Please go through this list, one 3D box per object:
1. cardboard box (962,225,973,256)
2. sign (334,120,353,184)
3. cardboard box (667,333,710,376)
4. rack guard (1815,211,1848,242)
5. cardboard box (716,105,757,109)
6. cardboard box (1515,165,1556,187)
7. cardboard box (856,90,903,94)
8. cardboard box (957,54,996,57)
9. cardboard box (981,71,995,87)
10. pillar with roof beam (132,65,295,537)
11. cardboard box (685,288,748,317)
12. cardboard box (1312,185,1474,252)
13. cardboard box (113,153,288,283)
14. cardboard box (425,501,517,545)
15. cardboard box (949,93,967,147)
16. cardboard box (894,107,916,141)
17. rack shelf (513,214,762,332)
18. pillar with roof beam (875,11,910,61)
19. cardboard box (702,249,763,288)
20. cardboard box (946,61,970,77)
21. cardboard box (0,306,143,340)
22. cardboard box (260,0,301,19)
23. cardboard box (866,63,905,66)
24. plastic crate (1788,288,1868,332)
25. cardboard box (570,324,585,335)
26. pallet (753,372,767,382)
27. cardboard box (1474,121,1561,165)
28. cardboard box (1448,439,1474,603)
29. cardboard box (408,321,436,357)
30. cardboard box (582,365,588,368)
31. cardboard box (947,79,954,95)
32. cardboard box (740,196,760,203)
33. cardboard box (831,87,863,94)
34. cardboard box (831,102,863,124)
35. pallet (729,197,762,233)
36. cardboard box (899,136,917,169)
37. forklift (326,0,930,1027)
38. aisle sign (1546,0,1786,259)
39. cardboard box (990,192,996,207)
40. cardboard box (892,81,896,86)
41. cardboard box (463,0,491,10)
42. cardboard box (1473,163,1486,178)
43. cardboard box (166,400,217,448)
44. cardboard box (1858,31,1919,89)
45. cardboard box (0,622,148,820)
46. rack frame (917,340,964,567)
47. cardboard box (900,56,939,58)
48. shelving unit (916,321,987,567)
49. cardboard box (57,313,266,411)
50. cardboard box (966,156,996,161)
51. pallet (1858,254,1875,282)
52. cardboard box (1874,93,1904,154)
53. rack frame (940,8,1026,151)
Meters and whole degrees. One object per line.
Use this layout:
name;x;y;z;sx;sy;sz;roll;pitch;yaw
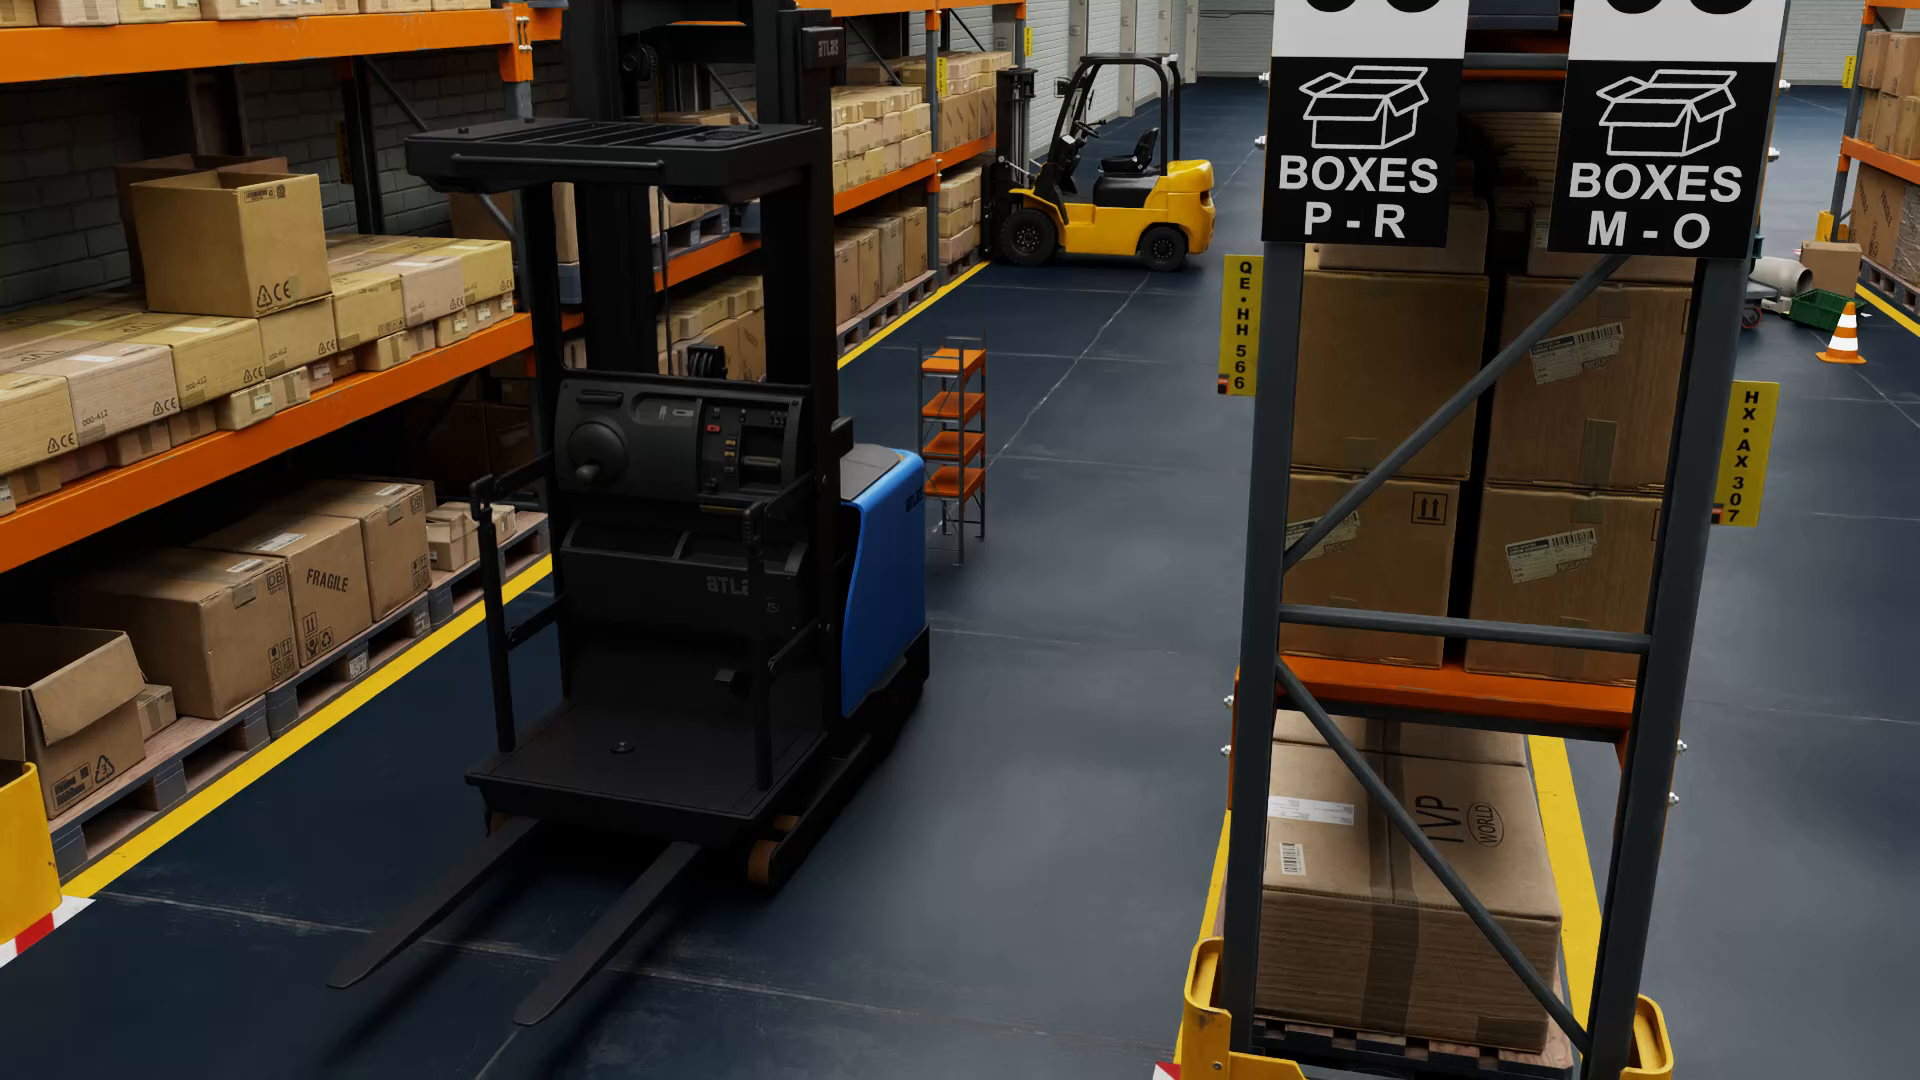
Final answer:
cardboard box;-0.160;-3.120;17.287;0.500;0.250;0.500;4;19;12
sign;-3.202;-2.020;8.670;0.100;0.325;0.005;5;19;13
cardboard box;-1.947;-1.065;10.883;0.500;0.500;0.500;4;19;11
rack guard;9.914;-3.265;17.974;1.175;0.500;0.348;5;19;13
cardboard box;-1.732;-3.405;13.358;0.380;0.149;0.250;4;19;12
cardboard box;1.746;-0.946;4.611;0.380;0.149;0.250;4;19;12
cardboard box;-0.732;-4.012;15.134;0.380;0.149;0.250;5;19;13
cardboard box;0.186;-5.321;18.506;0.380;0.149;0.250;5;19;14
cardboard box;0.167;-5.010;18.057;0.380;0.149;0.250;5;19;14
pillar with roof beam;0.468;-3.782;6.337;9.100;9.000;0.400;5;19;13
cardboard box;-1.704;-1.664;11.633;0.380;0.149;0.250;4;19;12
cardboard box;1.107;-0.822;4.249;0.380;0.149;0.250;5;19;14
cardboard box;-3.284;-1.409;7.282;0.500;0.500;0.500;4;19;12
cardboard box;-2.514;-0.081;8.546;0.380;0.149;0.250;4;19;12
cardboard box;-0.235;-4.267;16.886;0.500;0.500;0.500;5;19;14
cardboard box;-0.699;-3.767;15.034;0.500;0.250;0.500;4;19;12
rack shelf;-2.174;-1.716;10.684;1.077;0.370;4.000;5;19;13
pillar with roof beam;3.400;-7.543;17.349;9.100;9.000;0.400;5;19;13
cardboard box;-1.520;-1.953;13.288;0.875;0.625;0.625;5;20;15
cardboard box;-0.113;-4.834;17.082;0.380;0.149;0.250;4;19;13
cardboard box;-3.532;-0.727;6.448;0.500;0.250;0.500;5;20;15
cardboard box;-2.811;-2.109;6.470;0.380;0.149;0.250;5;20;14
cardboard box;-0.770;-4.715;16.734;0.380;0.149;0.250;4;19;13
plastic crate;7.703;-2.041;14.785;0.450;0.188;0.662;29;33;36
cardboard box;-2.577;-1.300;10.566;0.380;0.149;0.250;5;19;14
pallet;-1.904;-1.133;12.177;1.003;0.211;1.213;5;19;13
cardboard box;2.074;-1.431;6.031;0.380;0.149;0.250;5;19;13
cardboard box;1.667;-0.121;4.746;0.500;0.500;0.500;4;19;13
cardboard box;-2.668;-0.944;7.700;0.380;0.149;0.250;5;20;15
cardboard box;-2.324;-0.937;9.503;0.380;0.149;0.250;4;19;12
cardboard box;-0.277;-4.536;16.668;0.380;0.149;0.250;5;19;13
cardboard box;-1.629;-2.455;11.316;0.500;0.250;0.500;4;19;11
cardboard box;-1.118;-4.118;15.446;0.380;0.149;0.250;4;19;12
cardboard box;-1.017;-3.520;13.693;0.380;0.149;0.250;5;20;15
pallet;-1.783;-2.375;11.796;1.213;0.211;1.003;5;19;13
cardboard box;-0.695;-3.529;15.112;0.500;0.250;0.500;5;19;13
forklift;-1.054;-0.337;5.640;1.130;2.935;3.031;6;20;16
aisle sign;1.438;-0.970;3.364;0.394;0.787;0.004;5;19;13
cardboard box;0.089;-3.671;18.126;0.500;0.250;0.500;5;19;13
cardboard box;-0.851;-4.494;16.545;0.380;0.149;0.250;4;19;12
cardboard box;-2.464;-2.594;7.890;0.380;0.149;0.250;5;19;13
cardboard box;2.057;-1.071;5.981;0.500;0.500;0.500;5;19;14
cardboard box;-3.065;-0.465;6.297;0.380;0.149;0.250;5;19;14
cardboard box;9.780;-4.909;17.018;0.875;0.550;0.550;5;19;13
cardboard box;-3.398;0.622;5.937;0.797;0.503;0.637;4;19;11
rack frame;-0.100;-0.439;8.618;0.240;1.200;0.015;5;19;13
cardboard box;-0.442;-5.199;18.149;0.380;0.149;0.250;4;19;12
shelving unit;-0.040;-0.516;8.842;0.258;1.200;0.503;5;19;13
cardboard box;-3.024;-0.684;6.321;0.500;0.250;0.500;4;19;12
cardboard box;0.340;-4.232;18.994;0.500;0.250;0.500;5;19;14
pallet;9.789;-2.864;17.247;1.003;0.211;1.213;5;19;13
cardboard box;9.490;-4.052;16.178;0.875;0.550;0.550;5;19;13
rack frame;0.269;-5.191;19.744;1.000;3.000;0.127;5;19;13
